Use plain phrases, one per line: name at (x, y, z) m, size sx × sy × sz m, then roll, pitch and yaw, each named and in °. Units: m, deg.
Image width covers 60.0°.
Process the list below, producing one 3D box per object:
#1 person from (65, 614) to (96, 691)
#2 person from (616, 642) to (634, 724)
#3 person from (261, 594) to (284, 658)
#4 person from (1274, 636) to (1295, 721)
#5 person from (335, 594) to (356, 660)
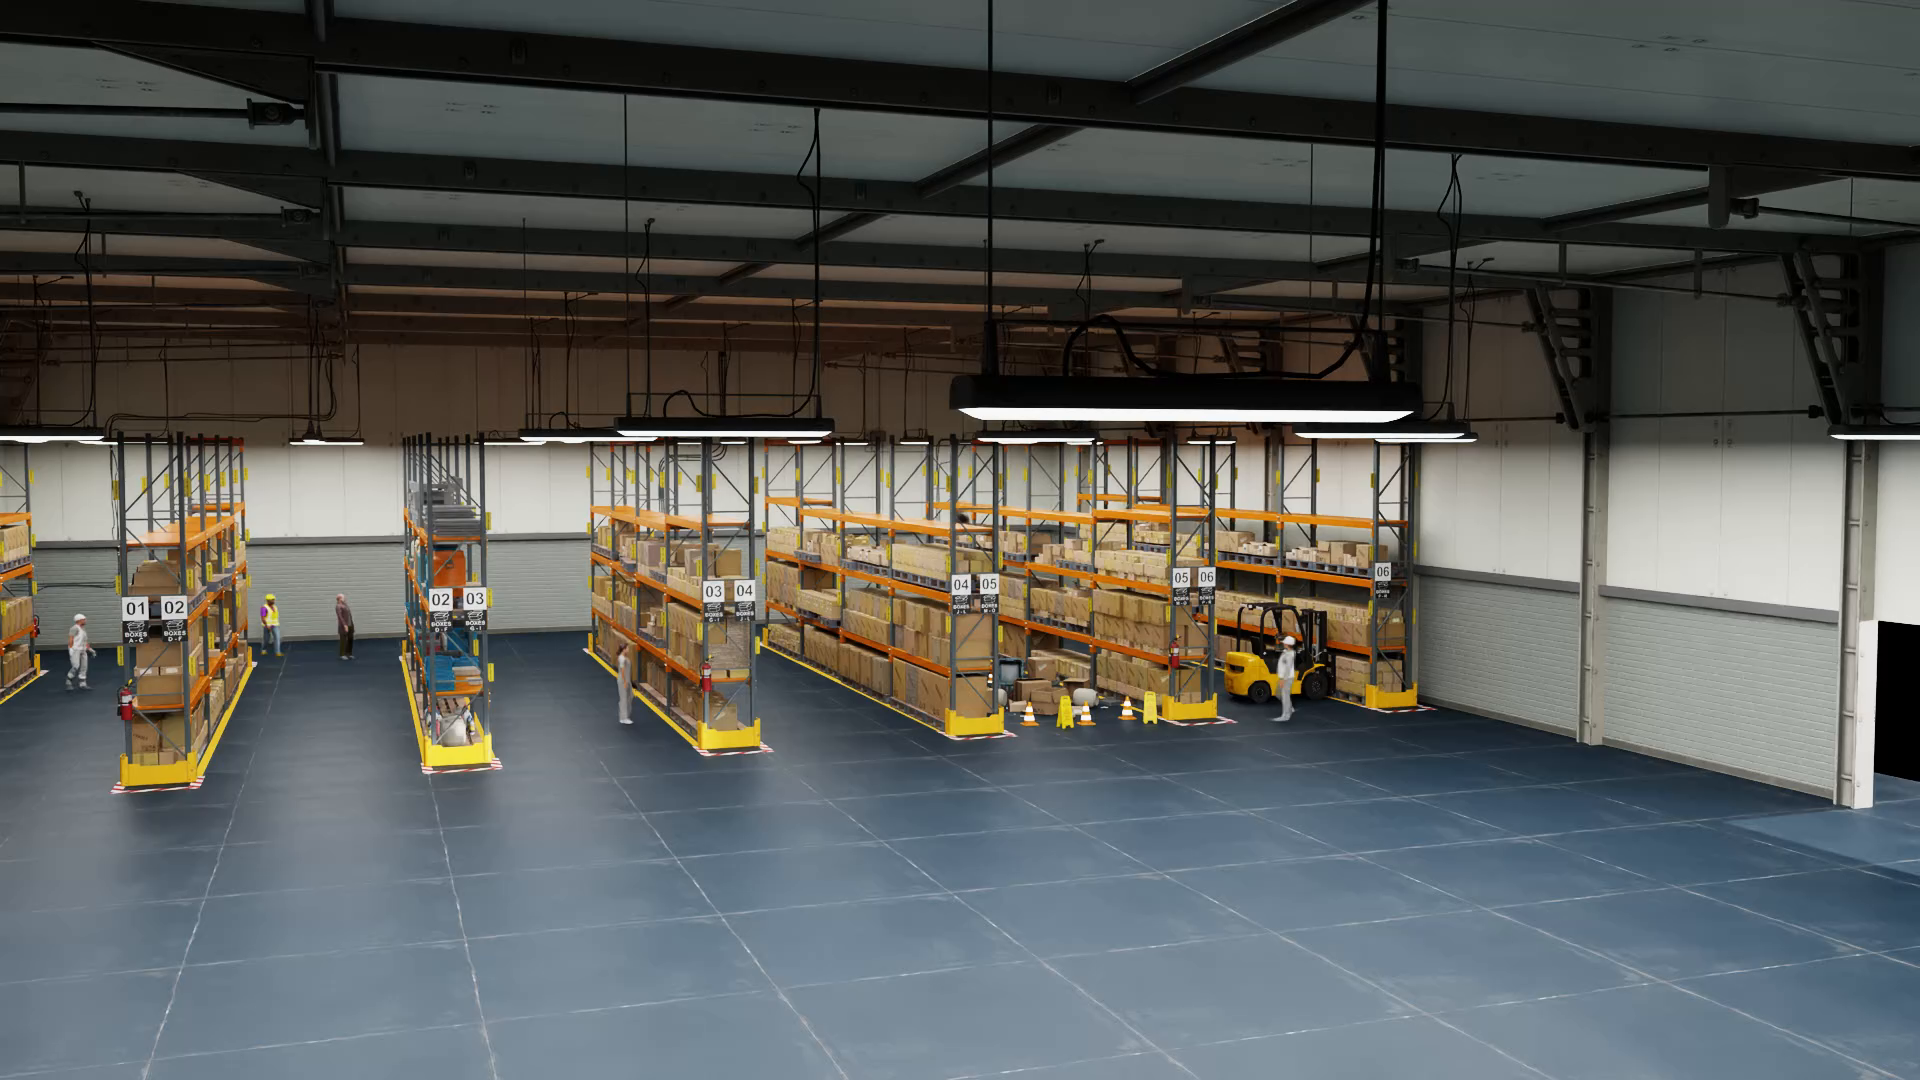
person at (-20.824, 2.662, 39.349) m, size 0.471 × 1.794 × 0.675 m, roll 1°, pitch 3°, yaw 11°
person at (-6.979, 3.000, 34.640) m, size 0.368 × 1.742 × 0.497 m, roll 0°, pitch 3°, yaw 0°
person at (-18.832, 2.353, 45.388) m, size 0.525 × 1.730 × 1.018 m, roll -3°, pitch 4°, yaw -43°
person at (6.823, 2.893, 34.921) m, size 0.497 × 1.767 × 0.632 m, roll 0°, pitch 3°, yaw -2°
person at (-16.615, 2.365, 45.016) m, size 0.583 × 1.831 × 0.668 m, roll 1°, pitch 3°, yaw 23°
